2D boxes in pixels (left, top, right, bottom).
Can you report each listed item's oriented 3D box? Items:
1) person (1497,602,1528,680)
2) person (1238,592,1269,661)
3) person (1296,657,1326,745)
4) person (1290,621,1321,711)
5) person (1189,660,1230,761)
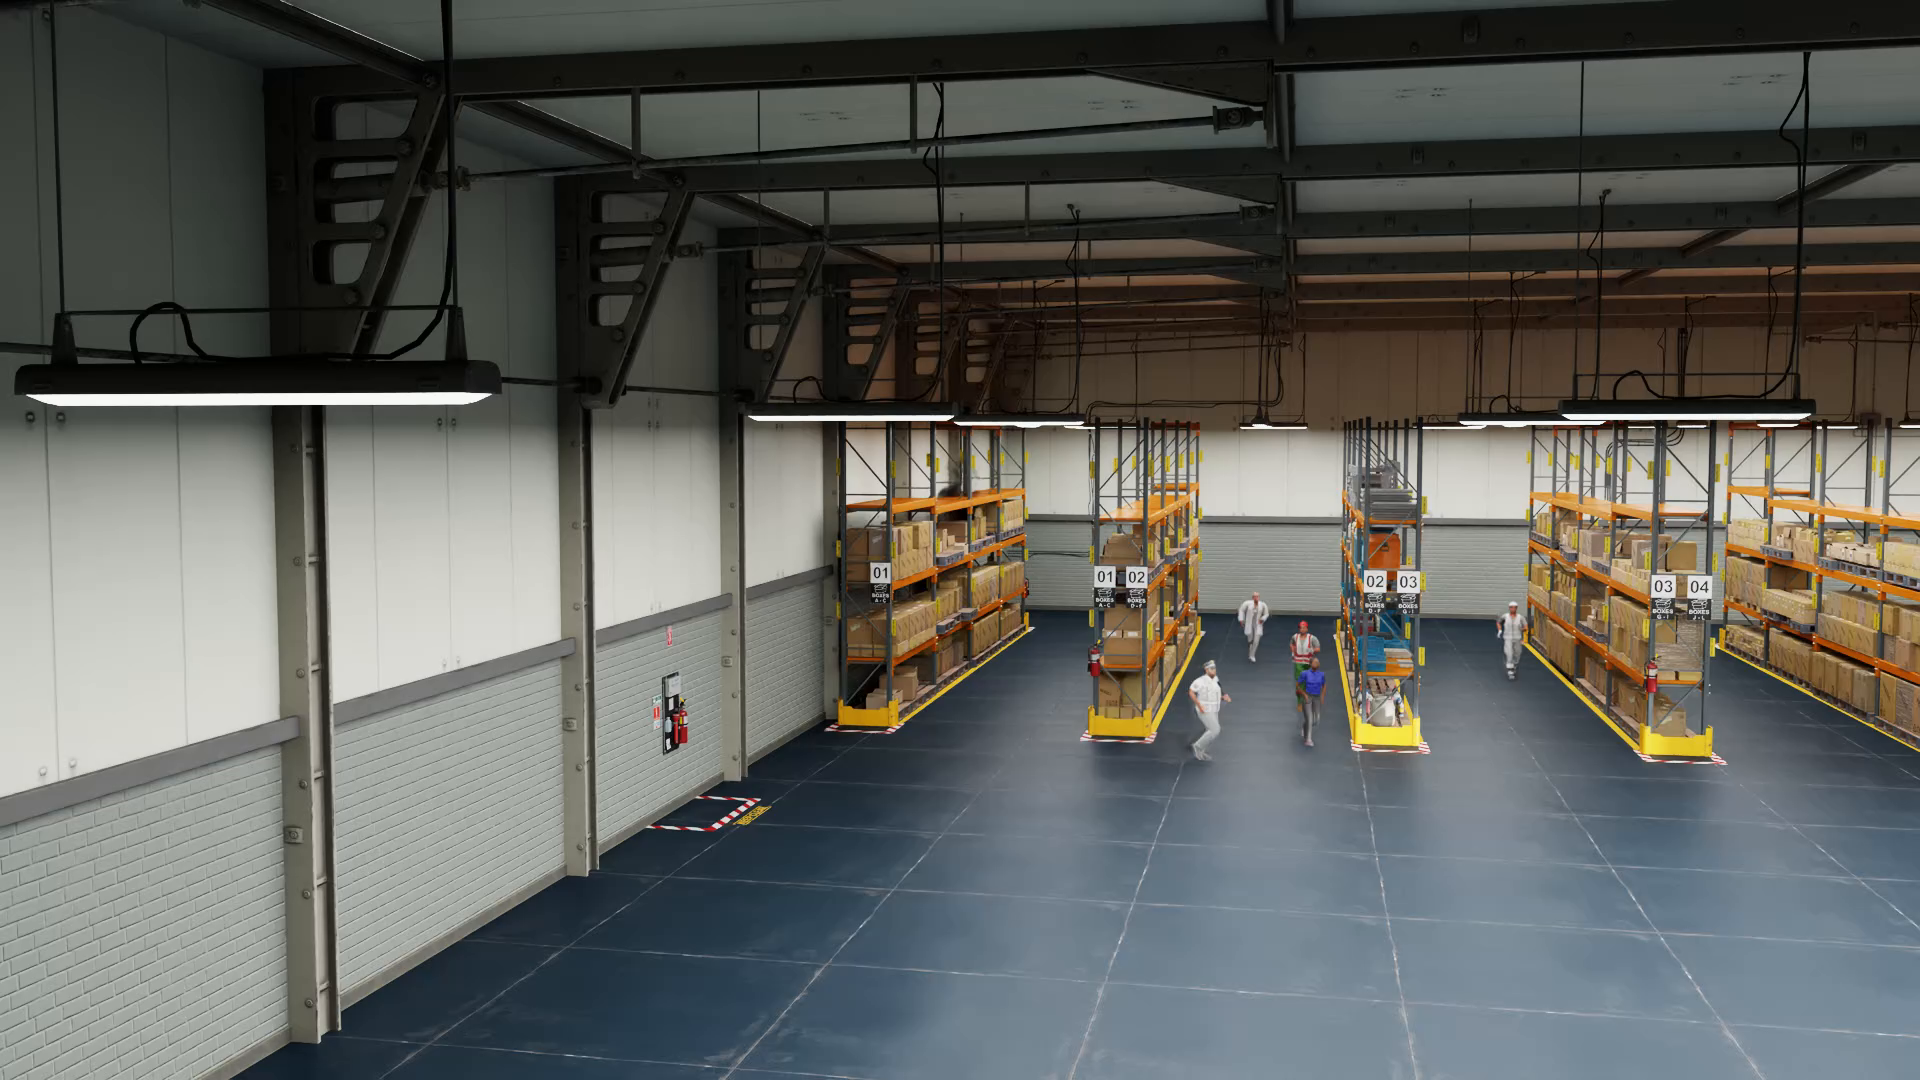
[{"bbox_3d":[12.792,2.309,38.486,0.661,1.765,1.002,1,4,11],"label":"person"},{"bbox_3d":[7.371,2.171,41.749,0.751,1.734,0.739,0,4,8],"label":"person"},{"bbox_3d":[6.462,2.950,30.605,0.594,1.620,0.571,-1,4,-12],"label":"person"},{"bbox_3d":[7.156,2.593,34.490,0.623,1.839,0.845,1,4,13],"label":"person"},{"bbox_3d":[4.393,2.964,28.967,0.616,1.760,0.639,3,5,39],"label":"person"}]
